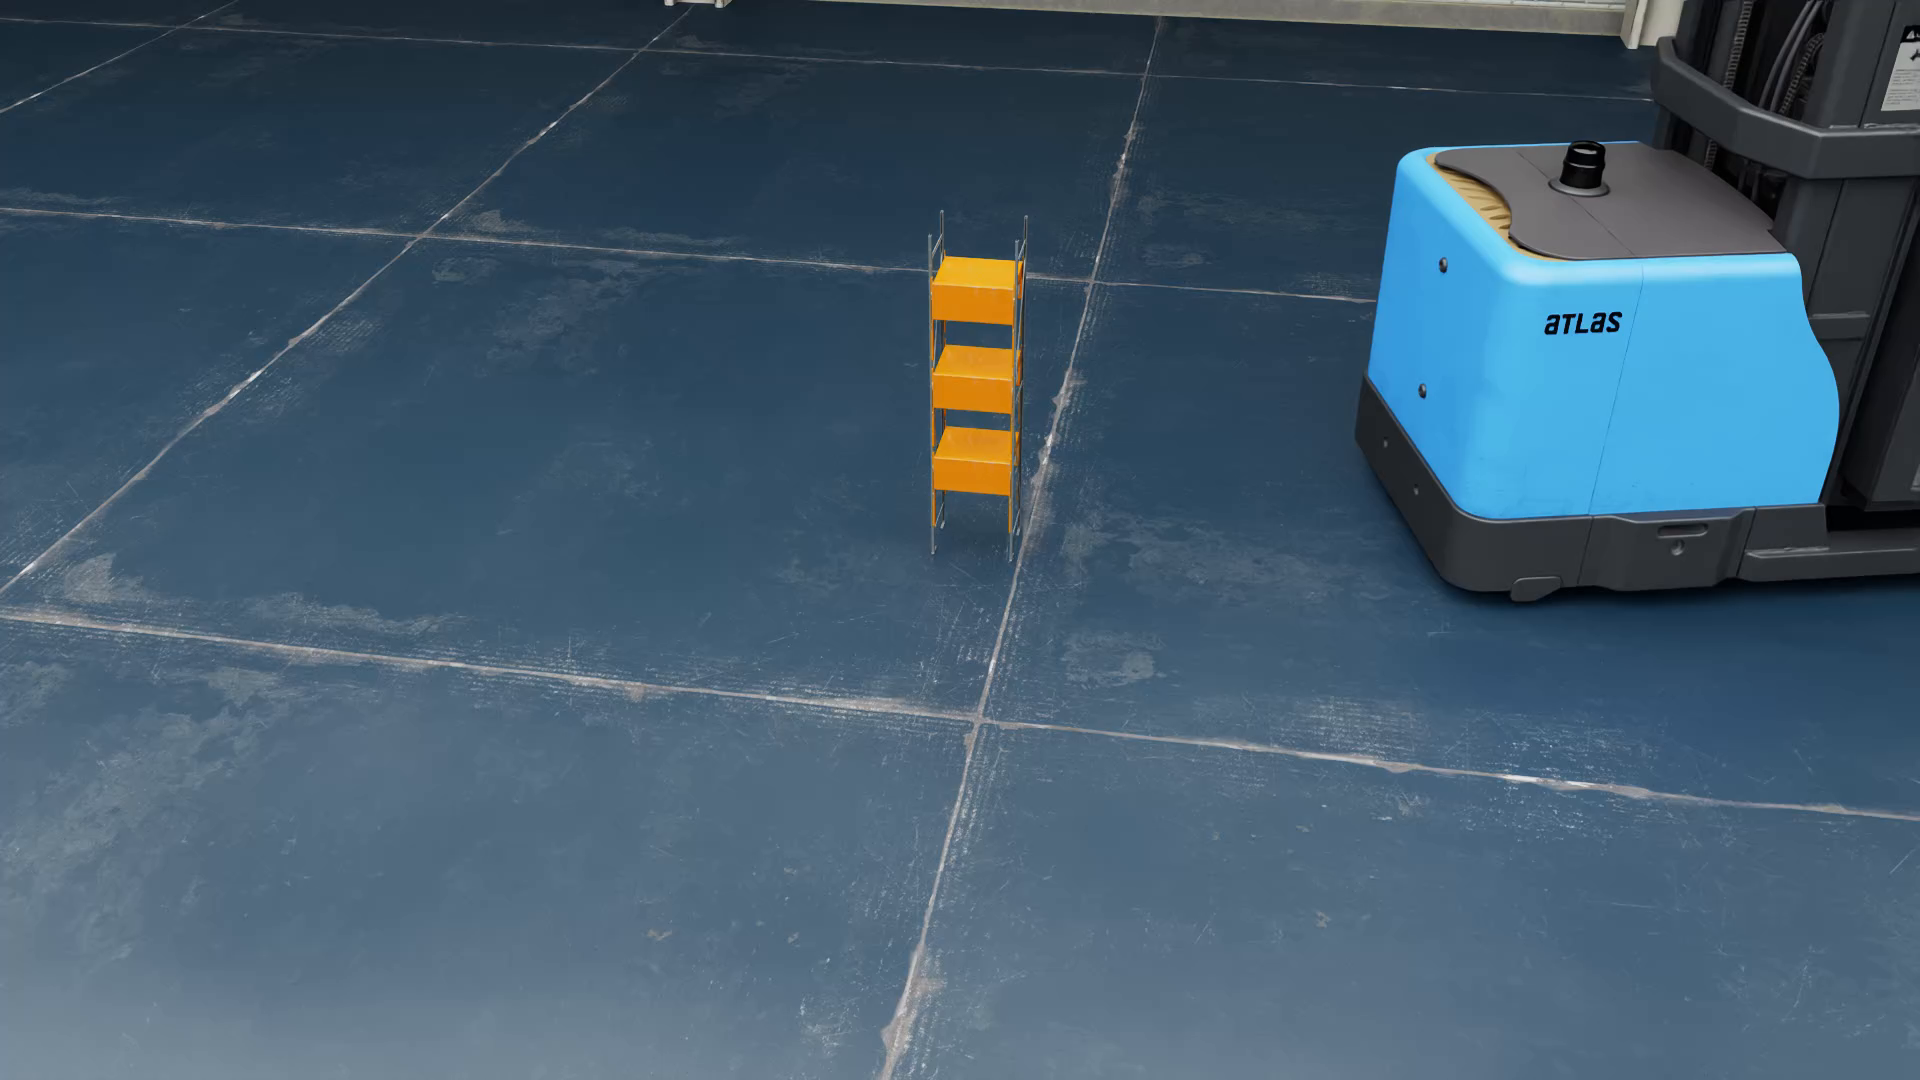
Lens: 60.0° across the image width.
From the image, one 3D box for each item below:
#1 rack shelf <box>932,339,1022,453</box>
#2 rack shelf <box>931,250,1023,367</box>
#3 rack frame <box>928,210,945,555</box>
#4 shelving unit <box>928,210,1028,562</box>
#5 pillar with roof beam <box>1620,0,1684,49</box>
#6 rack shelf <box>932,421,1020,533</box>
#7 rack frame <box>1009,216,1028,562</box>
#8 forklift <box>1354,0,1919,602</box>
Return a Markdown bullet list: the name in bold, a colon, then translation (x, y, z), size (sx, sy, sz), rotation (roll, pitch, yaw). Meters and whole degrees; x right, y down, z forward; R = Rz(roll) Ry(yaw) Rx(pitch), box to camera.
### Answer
- **rack shelf**: translation (0.053, -0.431, 4.969), size (0.240, 0.259, 0.215), rotation (5, 32, 8)
- **rack shelf**: translation (0.053, -0.672, 4.819), size (0.240, 0.259, 0.215), rotation (5, 32, 8)
- **rack frame**: translation (-0.068, -0.451, 4.981), size (0.008, 1.050, 0.200), rotation (5, 32, 8)
- **shelving unit**: translation (0.053, -0.440, 4.964), size (0.252, 1.050, 0.215), rotation (5, 32, 8)
- **pillar with roof beam**: translation (3.491, -4.568, 4.066), size (0.400, 9.000, 9.100), rotation (5, 32, 8)
- **rack shelf**: translation (0.053, -0.196, 5.117), size (0.240, 0.259, 0.215), rotation (5, 32, 8)
- **rack frame**: translation (0.173, -0.429, 4.946), size (0.008, 1.050, 0.200), rotation (5, 32, 8)
- **forklift**: translation (2.894, -1.379, 4.690), size (3.031, 2.935, 1.130), rotation (-3, 32, -5)
